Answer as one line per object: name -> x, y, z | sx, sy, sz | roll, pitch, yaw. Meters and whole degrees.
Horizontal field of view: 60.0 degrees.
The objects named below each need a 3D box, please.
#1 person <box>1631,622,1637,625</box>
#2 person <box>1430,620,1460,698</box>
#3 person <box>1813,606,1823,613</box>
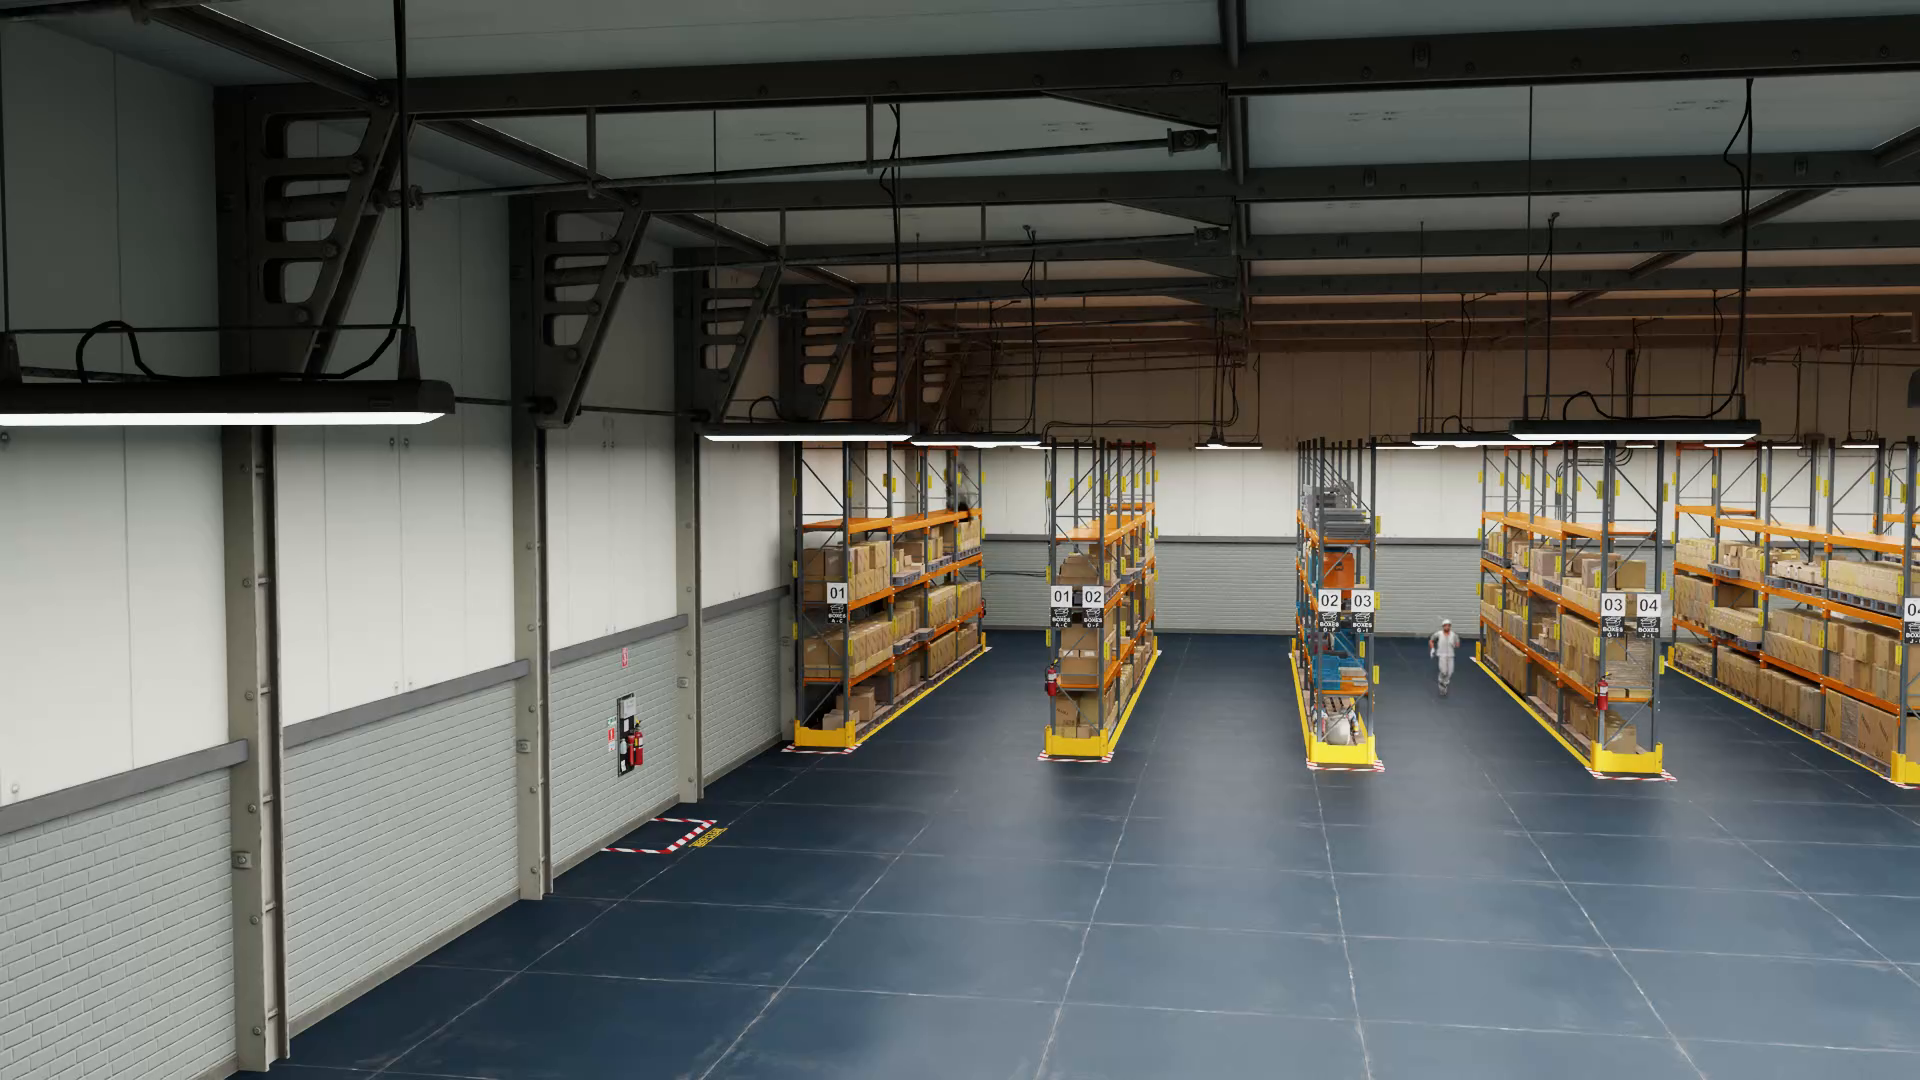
person -> 17.677, 2.609, 43.579 | 0.595, 1.657, 0.640 | 1, 3, 21
person -> 11.357, 2.772, 38.880 | 0.641, 1.817, 0.735 | 0, 3, 0
person -> 23.347, 2.454, 45.261 | 0.624, 1.737, 0.708 | 1, 3, 15
